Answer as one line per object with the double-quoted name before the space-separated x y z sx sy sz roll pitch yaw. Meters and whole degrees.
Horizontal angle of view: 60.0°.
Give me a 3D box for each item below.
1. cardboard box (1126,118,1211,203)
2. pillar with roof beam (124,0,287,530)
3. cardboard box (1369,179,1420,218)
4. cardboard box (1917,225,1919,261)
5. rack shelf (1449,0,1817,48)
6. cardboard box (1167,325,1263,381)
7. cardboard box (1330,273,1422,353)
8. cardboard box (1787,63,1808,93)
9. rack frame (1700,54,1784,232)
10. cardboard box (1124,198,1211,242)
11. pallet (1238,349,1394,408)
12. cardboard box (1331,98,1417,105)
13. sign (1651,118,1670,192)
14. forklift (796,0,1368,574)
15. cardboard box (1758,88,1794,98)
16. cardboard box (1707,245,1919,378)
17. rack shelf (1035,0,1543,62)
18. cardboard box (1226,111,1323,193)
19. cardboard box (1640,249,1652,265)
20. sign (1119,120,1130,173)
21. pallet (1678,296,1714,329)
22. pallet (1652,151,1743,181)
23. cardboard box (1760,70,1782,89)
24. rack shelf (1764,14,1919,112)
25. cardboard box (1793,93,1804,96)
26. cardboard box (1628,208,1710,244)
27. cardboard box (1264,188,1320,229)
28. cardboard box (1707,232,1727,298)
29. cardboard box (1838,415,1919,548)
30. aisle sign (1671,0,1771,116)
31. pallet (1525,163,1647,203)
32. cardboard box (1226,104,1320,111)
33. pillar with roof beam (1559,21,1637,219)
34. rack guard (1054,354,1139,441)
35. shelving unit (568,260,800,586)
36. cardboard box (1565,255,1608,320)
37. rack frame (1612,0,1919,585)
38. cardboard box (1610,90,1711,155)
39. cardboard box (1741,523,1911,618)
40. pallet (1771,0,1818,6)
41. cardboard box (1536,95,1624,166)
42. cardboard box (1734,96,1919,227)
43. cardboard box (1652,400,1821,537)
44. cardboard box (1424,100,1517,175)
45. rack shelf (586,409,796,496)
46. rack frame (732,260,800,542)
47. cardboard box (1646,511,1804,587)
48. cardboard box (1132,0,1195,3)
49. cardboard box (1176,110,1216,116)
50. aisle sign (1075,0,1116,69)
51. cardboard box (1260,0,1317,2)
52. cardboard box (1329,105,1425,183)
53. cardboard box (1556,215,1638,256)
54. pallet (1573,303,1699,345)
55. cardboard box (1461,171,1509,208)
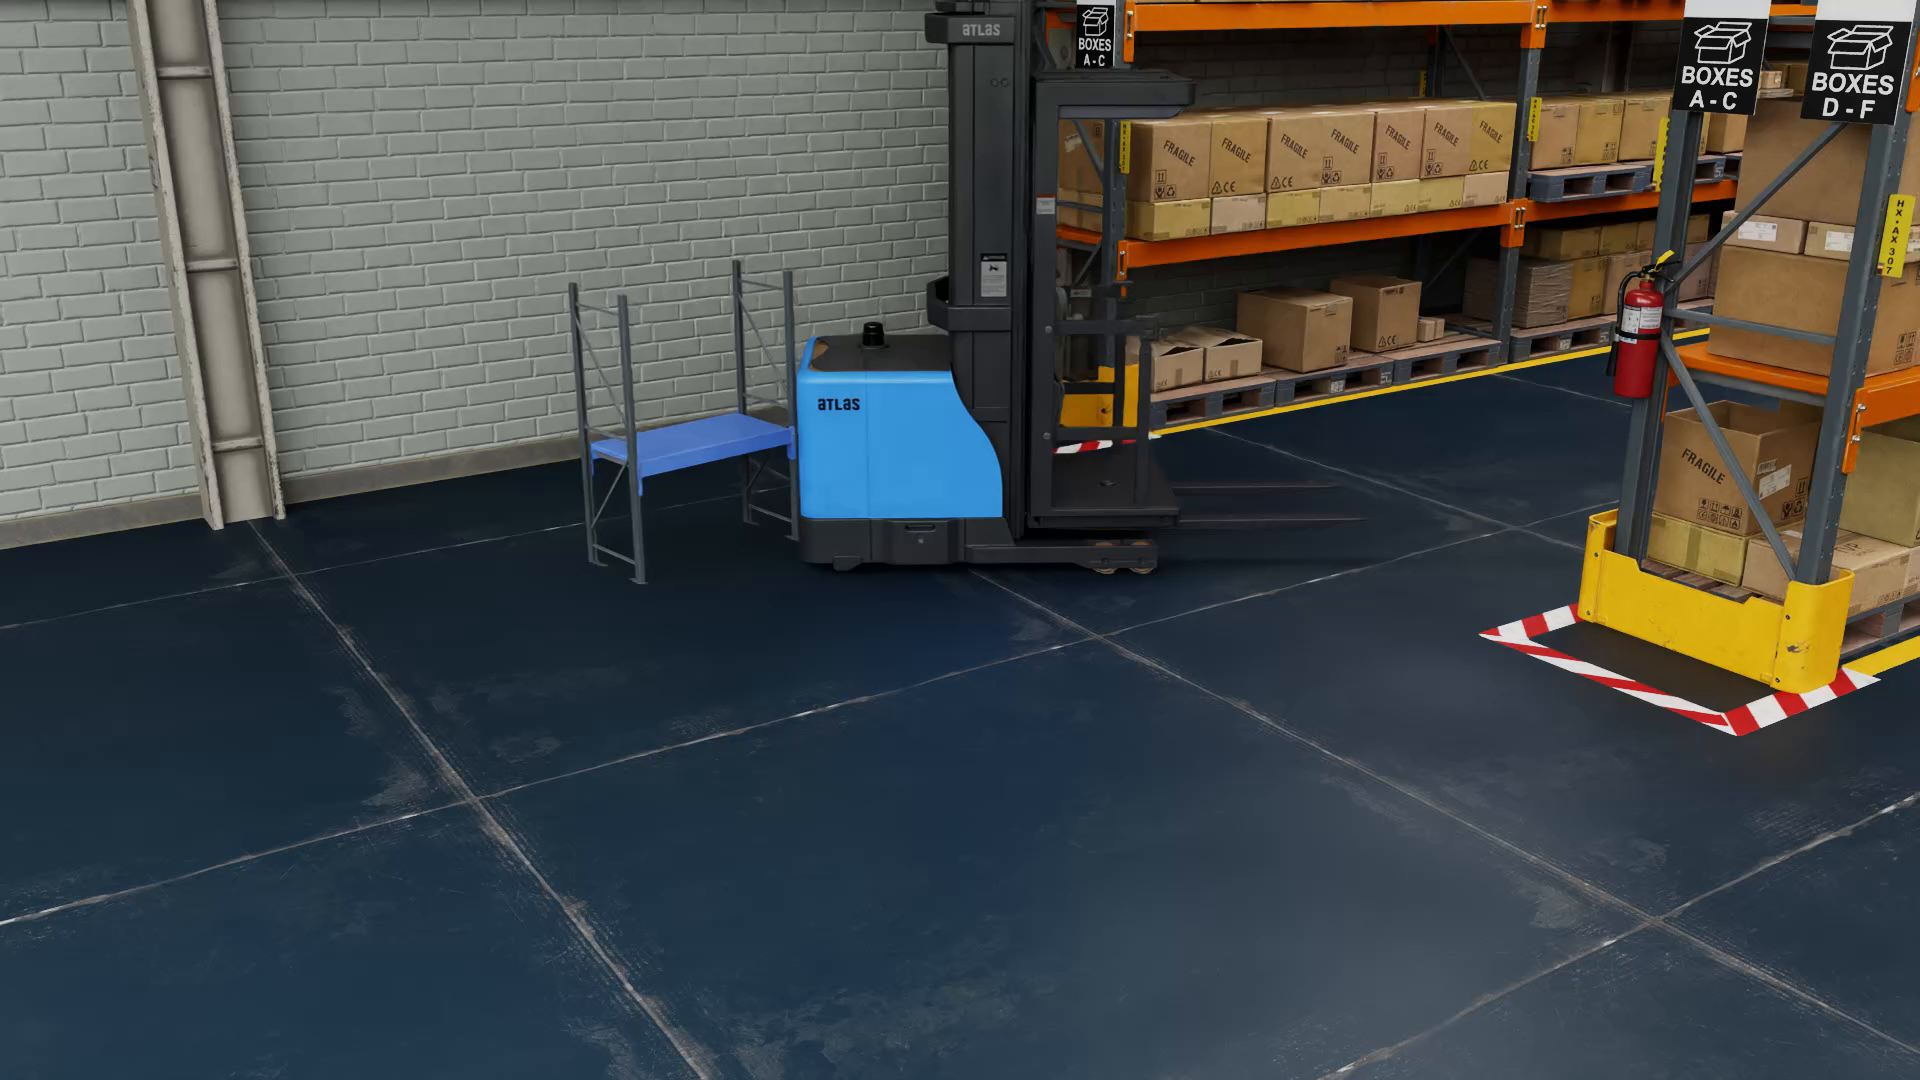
"cardboard box" 1.321 -2.554 11.147 0.500 0.500 0.500 -12 22 -31
"pillar with roof beam" -1.778 -3.245 4.792 0.400 9.000 9.100 -12 22 -31
"cardboard box" 3.036 -2.557 12.327 0.500 0.250 0.500 -12 22 -32
"cardboard box" 4.149 -1.346 7.372 0.250 0.149 0.380 -13 22 -33
"rack shelf" 5.768 -4.394 13.997 4.000 0.370 1.077 -12 22 -31
"cardboard box" 1.860 -1.389 12.182 0.500 0.311 0.500 -10 21 -27
"cardboard box" 3.253 -1.792 13.077 0.500 0.500 0.500 -14 23 -35
"cardboard box" 7.983 -4.235 15.264 0.500 0.250 0.500 -11 22 -30
"rack frame" 7.438 -3.666 15.404 0.127 3.000 1.000 -12 22 -31
"cardboard box" 1.339 -2.196 11.260 0.500 0.250 0.500 -13 22 -33
"pallet" 2.536 -1.296 12.749 1.213 0.211 1.003 -12 22 -31
"cardboard box" 3.156 -3.138 12.874 0.500 0.500 0.500 -12 22 -32
"sign" 3.197 -1.740 7.532 0.005 0.325 0.100 -12 22 -31
"forklift" 0.656 -1.380 8.750 3.031 2.935 1.130 -1 19 -2
"cardboard box" 7.051 -3.836 15.065 0.500 0.500 0.700 -15 24 -38
"cardboard box" 3.881 -1.058 7.535 0.500 0.500 0.700 -12 22 -31
"rack shelf" 2.427 -3.689 11.913 4.000 0.370 1.077 -12 22 -31
"cardboard box" 2.174 -2.728 11.661 0.500 0.500 0.500 -13 22 -33
"cardboard box" 5.972 -2.394 14.860 0.500 0.500 0.700 -12 22 -32
"sign" 1.055 -2.521 10.668 0.005 0.325 0.100 -12 22 -31
"pallet" 6.785 -2.207 15.444 1.213 0.211 1.003 -12 22 -31
"pallet" 6.902 -3.421 14.979 1.003 0.211 1.213 -12 22 -31
"cardboard box" 7.167 -4.160 15.010 0.250 0.149 0.380 -16 24 -38
"rack shelf" 5.155 -2.365 7.995 4.000 0.370 1.077 -12 22 -31
"cardboard box" 7.985 -3.880 15.388 0.500 0.500 0.500 -11 22 -30
"cardboard box" 6.355 -2.821 14.950 0.500 0.250 0.500 -11 22 -30
"cardboard box" 2.193 -2.379 11.802 0.500 0.250 0.500 -12 22 -32
"cardboard box" 6.866 -2.549 15.317 0.500 0.500 0.700 -12 22 -31
"cardboard box" 4.471 -0.307 7.937 0.500 0.500 0.500 -12 22 -31
"aisle sign" 3.268 -2.231 7.100 0.004 0.787 0.394 -12 22 -31
"pallet" 4.816 -2.966 13.634 1.213 0.211 1.003 -12 22 -31
"cardboard box" 2.309 -2.957 12.340 0.500 0.500 0.500 -12 22 -31
"pillar with roof beam" 8.244 -5.358 11.044 0.400 9.000 9.100 -12 22 -31
"rack guard" 0.820 -1.086 11.676 0.348 0.500 1.175 -12 22 -31
"shelving unit" -1.432 -0.649 8.822 1.048 1.500 0.538 -17 25 -41
"cardboard box" 5.107 -2.224 14.355 0.500 0.500 0.700 -12 22 -32
"rack frame" 3.484 -0.932 7.318 0.127 3.000 1.000 -12 22 -31
"cardboard box" 6.023 -3.611 14.398 0.500 0.500 0.700 -12 22 -31
"cardboard box" 4.055 0.137 7.795 0.500 0.250 0.500 -12 22 -31
"pallet" 4.089 -2.429 7.200 1.213 0.211 1.003 -12 22 -31
"cardboard box" 5.012 -3.394 13.757 0.500 0.500 0.700 -9 21 -26
"cardboard box" 3.925 -1.682 7.355 0.500 0.500 0.700 -12 22 -31
"cardboard box" 3.769 -0.358 8.086 0.500 0.500 0.500 -12 22 -31
"cardboard box" 3.873 -3.089 12.729 0.500 0.500 0.500 -12 22 -32
"rack shelf" -1.432 -0.478 8.879 1.000 0.185 0.538 -17 25 -41
"rack frame" -1.064 -0.761 9.153 0.032 1.500 0.500 -17 25 -41
"cardboard box" 3.770 -0.002 8.205 0.500 0.250 0.500 -12 22 -31
"cardboard box" 1.174 -3.726 10.712 0.500 0.500 0.500 -11 22 -30
"cardboard box" 1.459 -2.776 11.805 0.500 0.500 0.500 -12 22 -31
"aisle sign" 0.862 -3.395 10.544 0.004 0.787 0.394 -12 22 -31
"cardboard box" 2.073 -3.904 11.238 0.500 0.500 0.500 -11 21 -29
"cardboard box" 3.032 -2.913 12.211 0.500 0.500 0.500 -13 22 -33
"cardboard box" 5.501 -2.646 14.432 0.500 0.250 0.500 -13 22 -33
"pallet" 5.767 -1.994 14.813 1.213 0.211 1.003 -12 22 -31
"cardboard box" 3.869 -2.735 12.854 0.500 0.250 0.500 -12 22 -31
